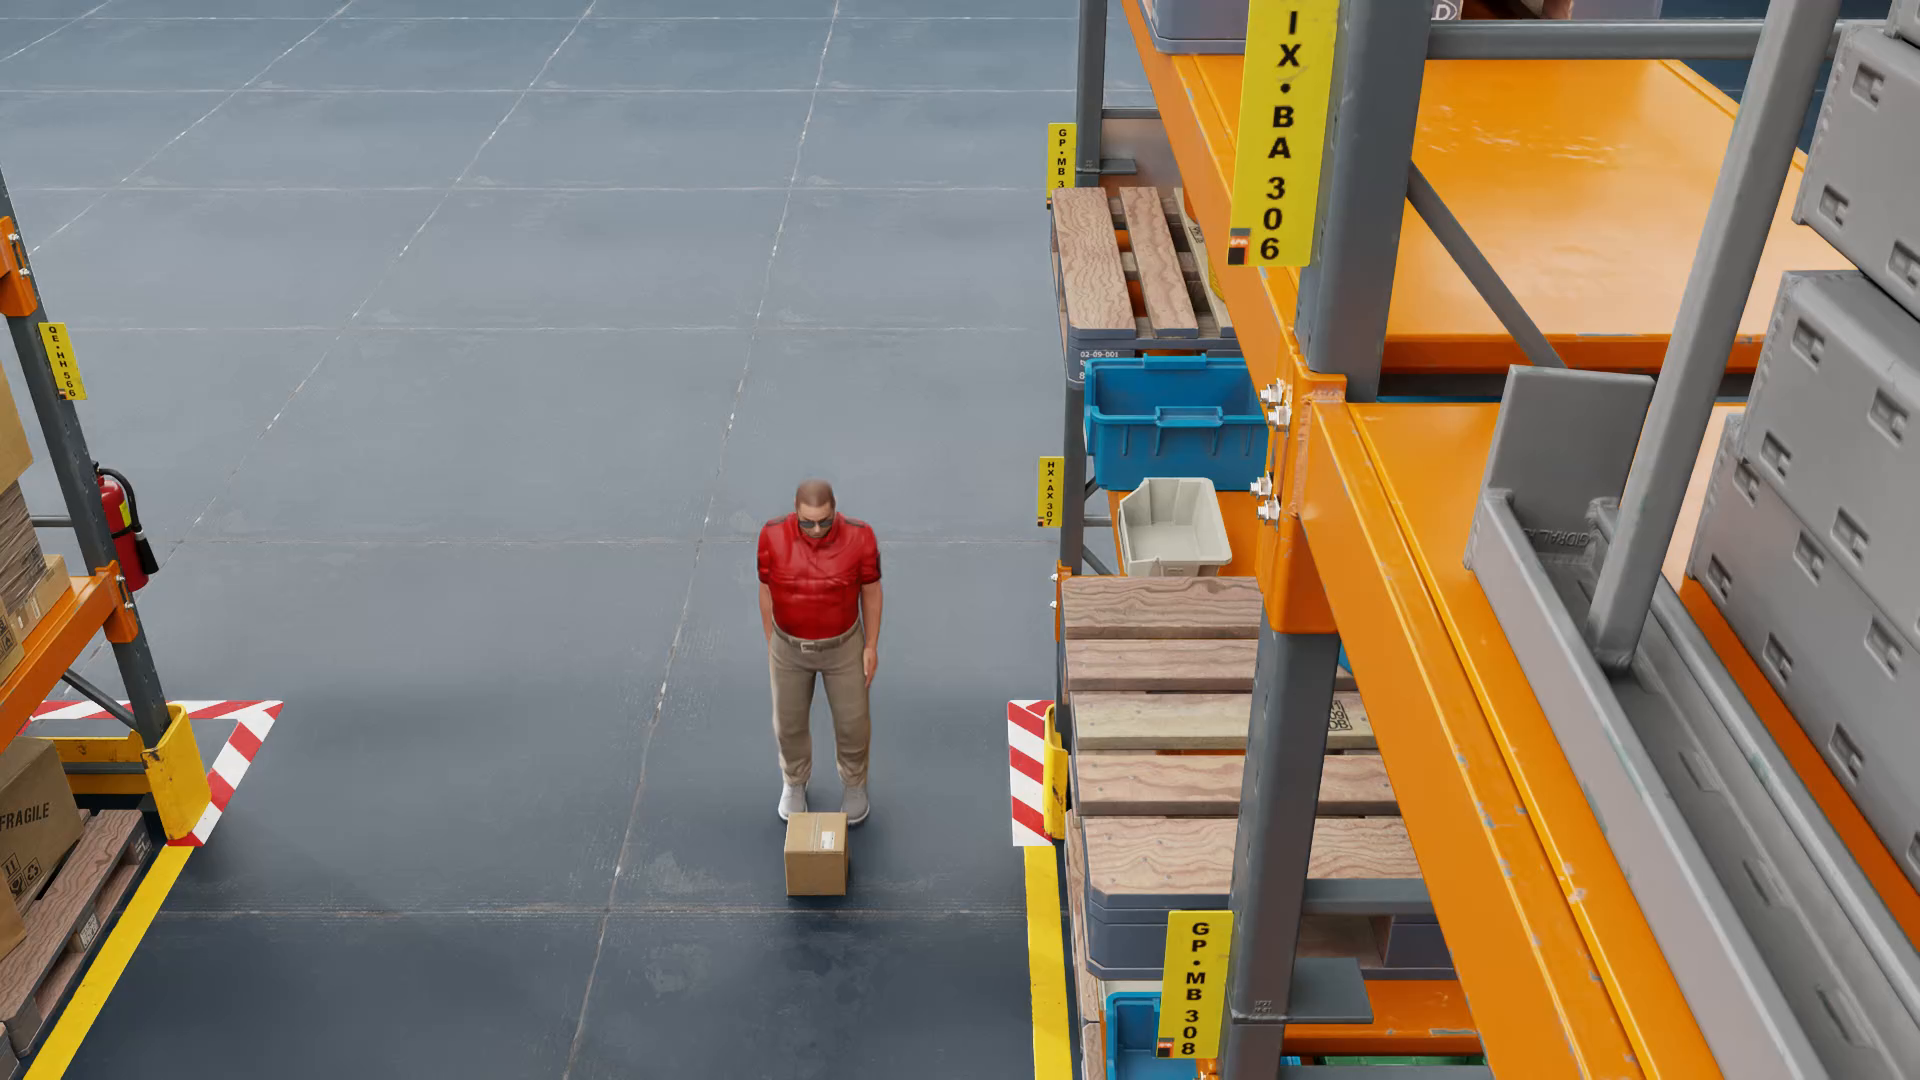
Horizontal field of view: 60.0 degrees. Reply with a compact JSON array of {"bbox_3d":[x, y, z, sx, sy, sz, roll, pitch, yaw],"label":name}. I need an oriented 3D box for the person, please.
[{"bbox_3d":[-0.590,0.499,7.220,0.564,1.654,0.459,1,31,1],"label":"person"}]
